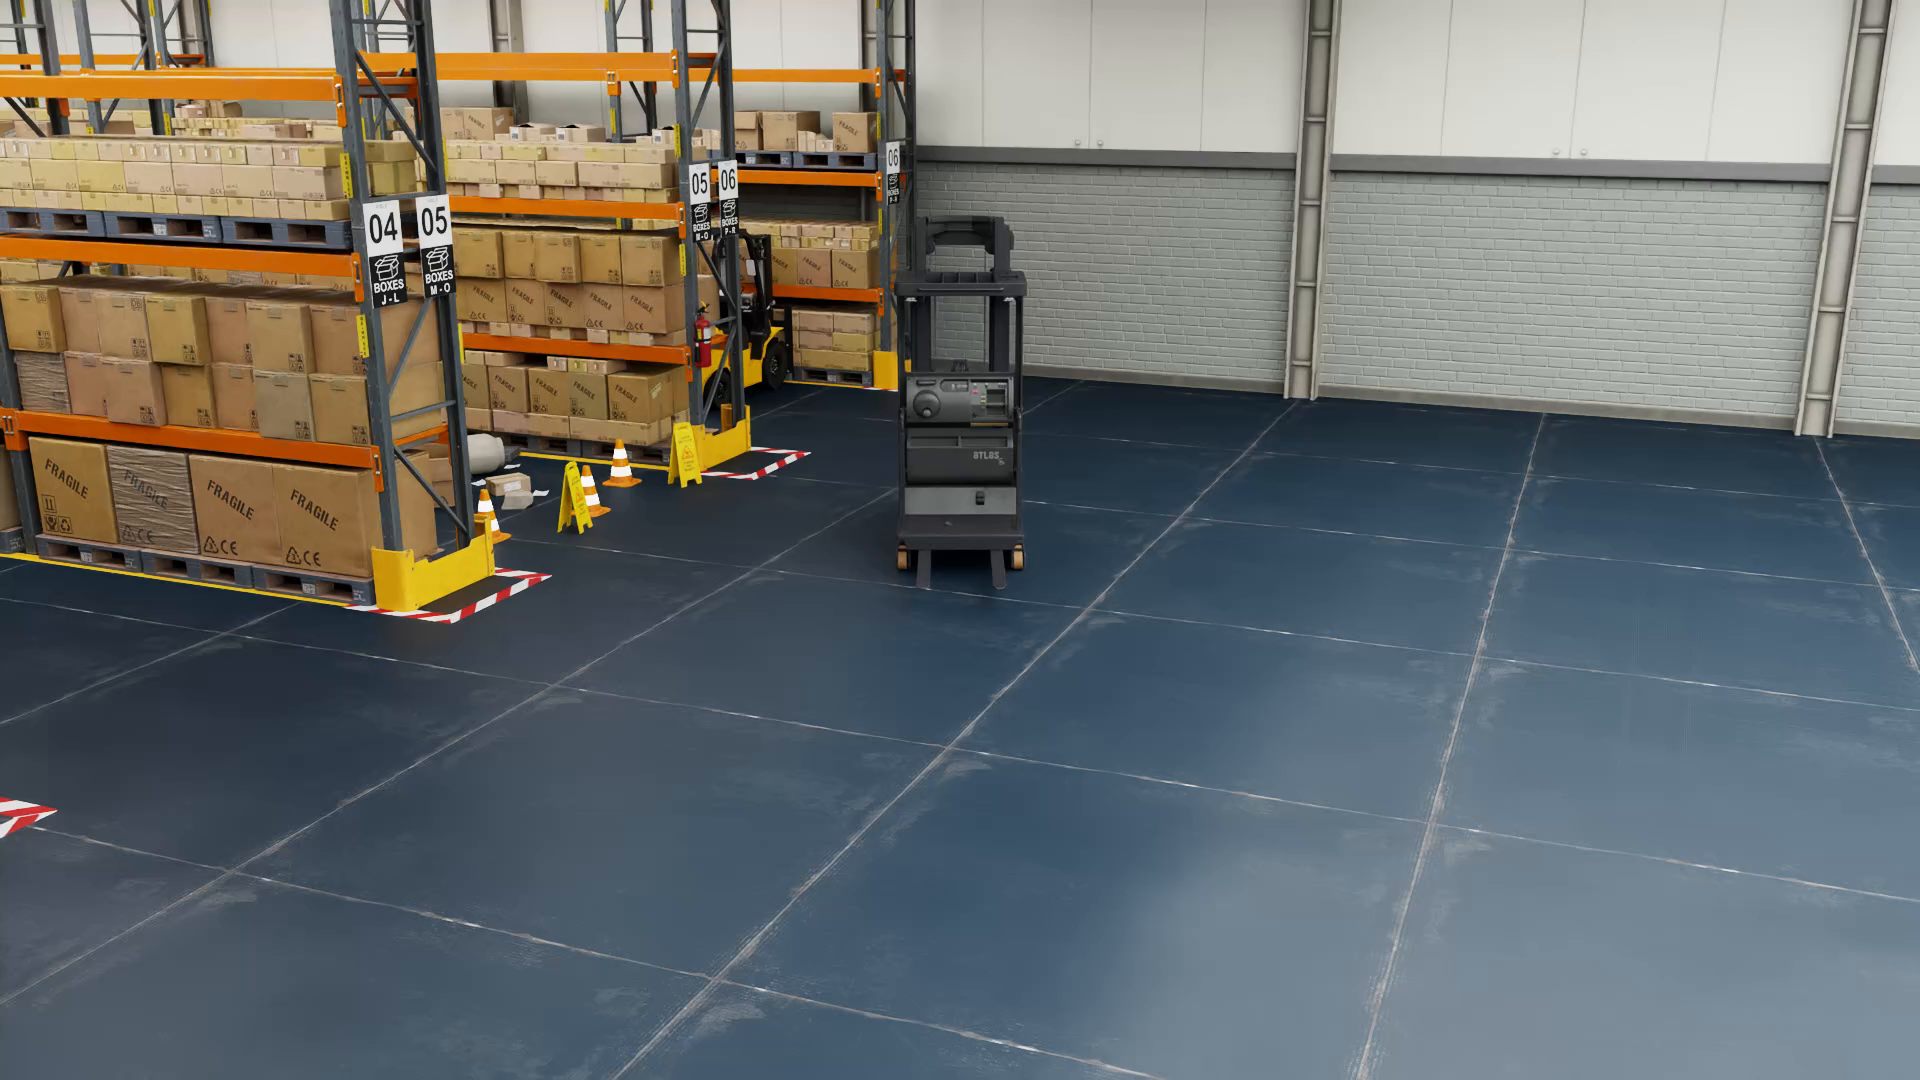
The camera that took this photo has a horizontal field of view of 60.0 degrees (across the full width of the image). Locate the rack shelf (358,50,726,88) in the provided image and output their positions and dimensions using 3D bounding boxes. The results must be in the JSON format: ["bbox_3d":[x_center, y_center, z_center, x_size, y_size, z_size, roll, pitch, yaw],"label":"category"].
[{"bbox_3d":[-4.502,-5.063,17.846,4.000,0.370,1.077,6,17,21],"label":"rack shelf"}]

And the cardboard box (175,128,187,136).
[{"bbox_3d":[-11.855,-6.276,25.625,0.250,0.149,0.380,7,17,21],"label":"cardboard box"}]

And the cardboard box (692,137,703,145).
[{"bbox_3d":[-3.524,-5.388,22.567,0.250,0.149,0.380,7,18,22],"label":"cardboard box"}]

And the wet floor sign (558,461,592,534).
[{"bbox_3d":[-3.610,-0.410,15.506,0.232,0.644,0.267,3,17,11],"label":"wet floor sign"}]

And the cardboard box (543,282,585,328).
[{"bbox_3d":[-4.176,-2.604,18.127,0.500,0.500,0.500,6,17,20],"label":"cardboard box"}]

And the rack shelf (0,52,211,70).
[{"bbox_3d":[-13.847,-7.579,26.511,4.000,0.370,1.077,6,17,21],"label":"rack shelf"}]

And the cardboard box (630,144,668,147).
[{"bbox_3d":[-3.347,-4.180,17.908,0.250,0.149,0.380,6,17,21],"label":"cardboard box"}]

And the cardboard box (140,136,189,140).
[{"bbox_3d":[-6.684,-3.334,14.062,0.250,0.149,0.380,6,17,21],"label":"cardboard box"}]

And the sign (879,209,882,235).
[{"bbox_3d":[-1.036,-4.143,21.639,0.005,0.325,0.100,6,17,21],"label":"sign"}]

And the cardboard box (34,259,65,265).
[{"bbox_3d":[-11.141,-3.707,20.665,0.500,0.500,0.500,7,17,22],"label":"cardboard box"}]

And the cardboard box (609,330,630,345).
[{"bbox_3d":[-3.575,-2.216,17.953,0.250,0.149,0.380,6,17,20],"label":"cardboard box"}]

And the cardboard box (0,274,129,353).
[{"bbox_3d":[-7.754,-1.984,14.497,0.550,0.550,0.875,6,17,21],"label":"cardboard box"}]

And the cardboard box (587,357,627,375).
[{"bbox_3d":[-3.848,-1.912,18.126,0.250,0.149,0.380,7,18,22],"label":"cardboard box"}]

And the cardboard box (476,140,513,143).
[{"bbox_3d":[-5.219,-4.412,18.707,0.250,0.149,0.380,7,18,22],"label":"cardboard box"}]

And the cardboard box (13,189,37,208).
[{"bbox_3d":[-7.629,-2.858,13.852,0.250,0.149,0.380,6,17,21],"label":"cardboard box"}]

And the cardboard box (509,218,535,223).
[{"bbox_3d":[-6.453,-4.657,24.570,0.250,0.149,0.380,7,18,22],"label":"cardboard box"}]

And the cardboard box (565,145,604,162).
[{"bbox_3d":[-3.976,-4.109,17.665,0.250,0.149,0.380,6,17,21],"label":"cardboard box"}]

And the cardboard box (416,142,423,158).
[{"bbox_3d":[-5.936,-4.301,18.324,0.250,0.149,0.380,7,18,22],"label":"cardboard box"}]

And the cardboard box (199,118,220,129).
[{"bbox_3d":[-11.375,-6.362,25.390,0.250,0.149,0.380,6,17,20],"label":"cardboard box"}]

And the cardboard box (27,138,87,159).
[{"bbox_3d":[-7.397,-3.215,13.652,0.250,0.149,0.380,6,17,20],"label":"cardboard box"}]

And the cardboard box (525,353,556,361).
[{"bbox_3d":[-4.765,-1.881,19.182,0.500,0.500,0.500,7,18,24],"label":"cardboard box"}]

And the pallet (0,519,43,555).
[{"bbox_3d":[-8.830,-0.160,15.422,1.213,0.211,1.003,6,17,21],"label":"pallet"}]

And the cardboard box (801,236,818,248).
[{"bbox_3d":[-1.943,-4.024,22.388,0.250,0.149,0.380,6,17,20],"label":"cardboard box"}]

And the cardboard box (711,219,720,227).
[{"bbox_3d":[-3.387,-4.315,22.856,0.250,0.149,0.380,6,17,20],"label":"cardboard box"}]

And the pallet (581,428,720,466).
[{"bbox_3d":[-3.455,-1.086,18.611,1.213,0.211,1.003,6,17,21],"label":"pallet"}]

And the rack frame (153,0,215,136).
[{"bbox_3d":[-11.987,-7.721,25.705,0.127,3.000,1.000,6,17,21],"label":"rack frame"}]

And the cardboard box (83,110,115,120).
[{"bbox_3d":[-13.488,-6.684,26.353,0.500,0.250,0.500,7,17,22],"label":"cardboard box"}]

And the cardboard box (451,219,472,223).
[{"bbox_3d":[-7.332,-4.611,24.411,0.250,0.149,0.380,6,17,21],"label":"cardboard box"}]

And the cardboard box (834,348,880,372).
[{"bbox_3d":[-1.377,-2.460,22.521,0.500,0.250,0.500,6,17,21],"label":"cardboard box"}]

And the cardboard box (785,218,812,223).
[{"bbox_3d":[-2.226,-4.365,23.031,0.250,0.149,0.380,6,17,19],"label":"cardboard box"}]

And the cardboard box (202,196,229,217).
[{"bbox_3d":[-5.744,-2.650,13.137,0.250,0.149,0.380,6,17,20],"label":"cardboard box"}]

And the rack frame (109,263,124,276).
[{"bbox_3d":[-10.083,-3.143,20.696,0.127,3.000,1.000,6,17,21],"label":"rack frame"}]

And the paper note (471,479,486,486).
[{"bbox_3d":[-4.986,-0.600,17.281,0.142,0.019,0.148,14,21,40],"label":"paper note"}]

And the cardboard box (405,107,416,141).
[{"bbox_3d":[-7.681,-6.032,24.154,0.500,0.500,0.500,6,17,21],"label":"cardboard box"}]

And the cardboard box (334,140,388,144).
[{"bbox_3d":[-4.790,-3.126,13.344,0.250,0.149,0.380,6,17,21],"label":"cardboard box"}]

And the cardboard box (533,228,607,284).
[{"bbox_3d":[-4.177,-3.071,17.940,0.500,0.500,0.700,6,17,20],"label":"cardboard box"}]

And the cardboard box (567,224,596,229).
[{"bbox_3d":[-5.399,-4.419,23.748,0.250,0.149,0.380,6,17,21],"label":"cardboard box"}]

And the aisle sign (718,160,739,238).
[{"bbox_3d":[-2.470,-3.647,17.770,0.004,0.787,0.394,6,17,21],"label":"aisle sign"}]

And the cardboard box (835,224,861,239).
[{"bbox_3d":[-1.475,-4.114,22.164,0.250,0.149,0.380,6,17,21],"label":"cardboard box"}]

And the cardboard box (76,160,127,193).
[{"bbox_3d":[-6.793,-2.975,13.542,0.500,0.250,0.500,6,17,20],"label":"cardboard box"}]

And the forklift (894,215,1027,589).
[{"bbox_3d":[0.003,-1.233,14.240,1.130,2.935,3.031,0,16,0],"label":"forklift"}]

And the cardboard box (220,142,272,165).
[{"bbox_3d":[-5.513,-3.008,12.938,0.250,0.149,0.380,7,17,22],"label":"cardboard box"}]

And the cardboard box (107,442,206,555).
[{"bbox_3d":[-6.685,-0.447,14.468,0.875,0.875,0.875,6,17,21],"label":"cardboard box"}]

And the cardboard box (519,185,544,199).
[{"bbox_3d":[-4.521,-3.754,17.871,0.250,0.149,0.380,6,17,20],"label":"cardboard box"}]

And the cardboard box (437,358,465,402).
[{"bbox_3d":[-5.913,-1.845,19.058,0.500,0.500,0.500,7,18,23],"label":"cardboard box"}]

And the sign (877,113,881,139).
[{"bbox_3d":[-1.036,-5.301,21.303,0.005,0.325,0.100,6,17,21],"label":"sign"}]

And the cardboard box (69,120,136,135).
[{"bbox_3d":[-10.489,-4.834,20.203,0.637,0.503,0.797,5,17,17],"label":"cardboard box"}]

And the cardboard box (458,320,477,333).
[{"bbox_3d":[-5.457,-2.432,18.697,0.250,0.149,0.380,7,18,22],"label":"cardboard box"}]

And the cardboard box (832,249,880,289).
[{"bbox_3d":[-1.378,-3.643,22.238,0.500,0.500,0.500,6,17,19],"label":"cardboard box"}]

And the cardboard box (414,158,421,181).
[{"bbox_3d":[-6.053,-4.129,18.448,0.500,0.250,0.500,6,17,19],"label":"cardboard box"}]

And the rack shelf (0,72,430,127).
[{"bbox_3d":[-6.224,-3.579,13.444,4.000,0.370,1.077,6,17,21],"label":"rack shelf"}]

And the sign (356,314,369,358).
[{"bbox_3d":[-4.576,-1.561,12.745,0.005,0.325,0.100,6,17,21],"label":"sign"}]

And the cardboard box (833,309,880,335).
[{"bbox_3d":[-1.366,-2.940,22.382,0.500,0.250,0.500,7,18,22],"label":"cardboard box"}]
